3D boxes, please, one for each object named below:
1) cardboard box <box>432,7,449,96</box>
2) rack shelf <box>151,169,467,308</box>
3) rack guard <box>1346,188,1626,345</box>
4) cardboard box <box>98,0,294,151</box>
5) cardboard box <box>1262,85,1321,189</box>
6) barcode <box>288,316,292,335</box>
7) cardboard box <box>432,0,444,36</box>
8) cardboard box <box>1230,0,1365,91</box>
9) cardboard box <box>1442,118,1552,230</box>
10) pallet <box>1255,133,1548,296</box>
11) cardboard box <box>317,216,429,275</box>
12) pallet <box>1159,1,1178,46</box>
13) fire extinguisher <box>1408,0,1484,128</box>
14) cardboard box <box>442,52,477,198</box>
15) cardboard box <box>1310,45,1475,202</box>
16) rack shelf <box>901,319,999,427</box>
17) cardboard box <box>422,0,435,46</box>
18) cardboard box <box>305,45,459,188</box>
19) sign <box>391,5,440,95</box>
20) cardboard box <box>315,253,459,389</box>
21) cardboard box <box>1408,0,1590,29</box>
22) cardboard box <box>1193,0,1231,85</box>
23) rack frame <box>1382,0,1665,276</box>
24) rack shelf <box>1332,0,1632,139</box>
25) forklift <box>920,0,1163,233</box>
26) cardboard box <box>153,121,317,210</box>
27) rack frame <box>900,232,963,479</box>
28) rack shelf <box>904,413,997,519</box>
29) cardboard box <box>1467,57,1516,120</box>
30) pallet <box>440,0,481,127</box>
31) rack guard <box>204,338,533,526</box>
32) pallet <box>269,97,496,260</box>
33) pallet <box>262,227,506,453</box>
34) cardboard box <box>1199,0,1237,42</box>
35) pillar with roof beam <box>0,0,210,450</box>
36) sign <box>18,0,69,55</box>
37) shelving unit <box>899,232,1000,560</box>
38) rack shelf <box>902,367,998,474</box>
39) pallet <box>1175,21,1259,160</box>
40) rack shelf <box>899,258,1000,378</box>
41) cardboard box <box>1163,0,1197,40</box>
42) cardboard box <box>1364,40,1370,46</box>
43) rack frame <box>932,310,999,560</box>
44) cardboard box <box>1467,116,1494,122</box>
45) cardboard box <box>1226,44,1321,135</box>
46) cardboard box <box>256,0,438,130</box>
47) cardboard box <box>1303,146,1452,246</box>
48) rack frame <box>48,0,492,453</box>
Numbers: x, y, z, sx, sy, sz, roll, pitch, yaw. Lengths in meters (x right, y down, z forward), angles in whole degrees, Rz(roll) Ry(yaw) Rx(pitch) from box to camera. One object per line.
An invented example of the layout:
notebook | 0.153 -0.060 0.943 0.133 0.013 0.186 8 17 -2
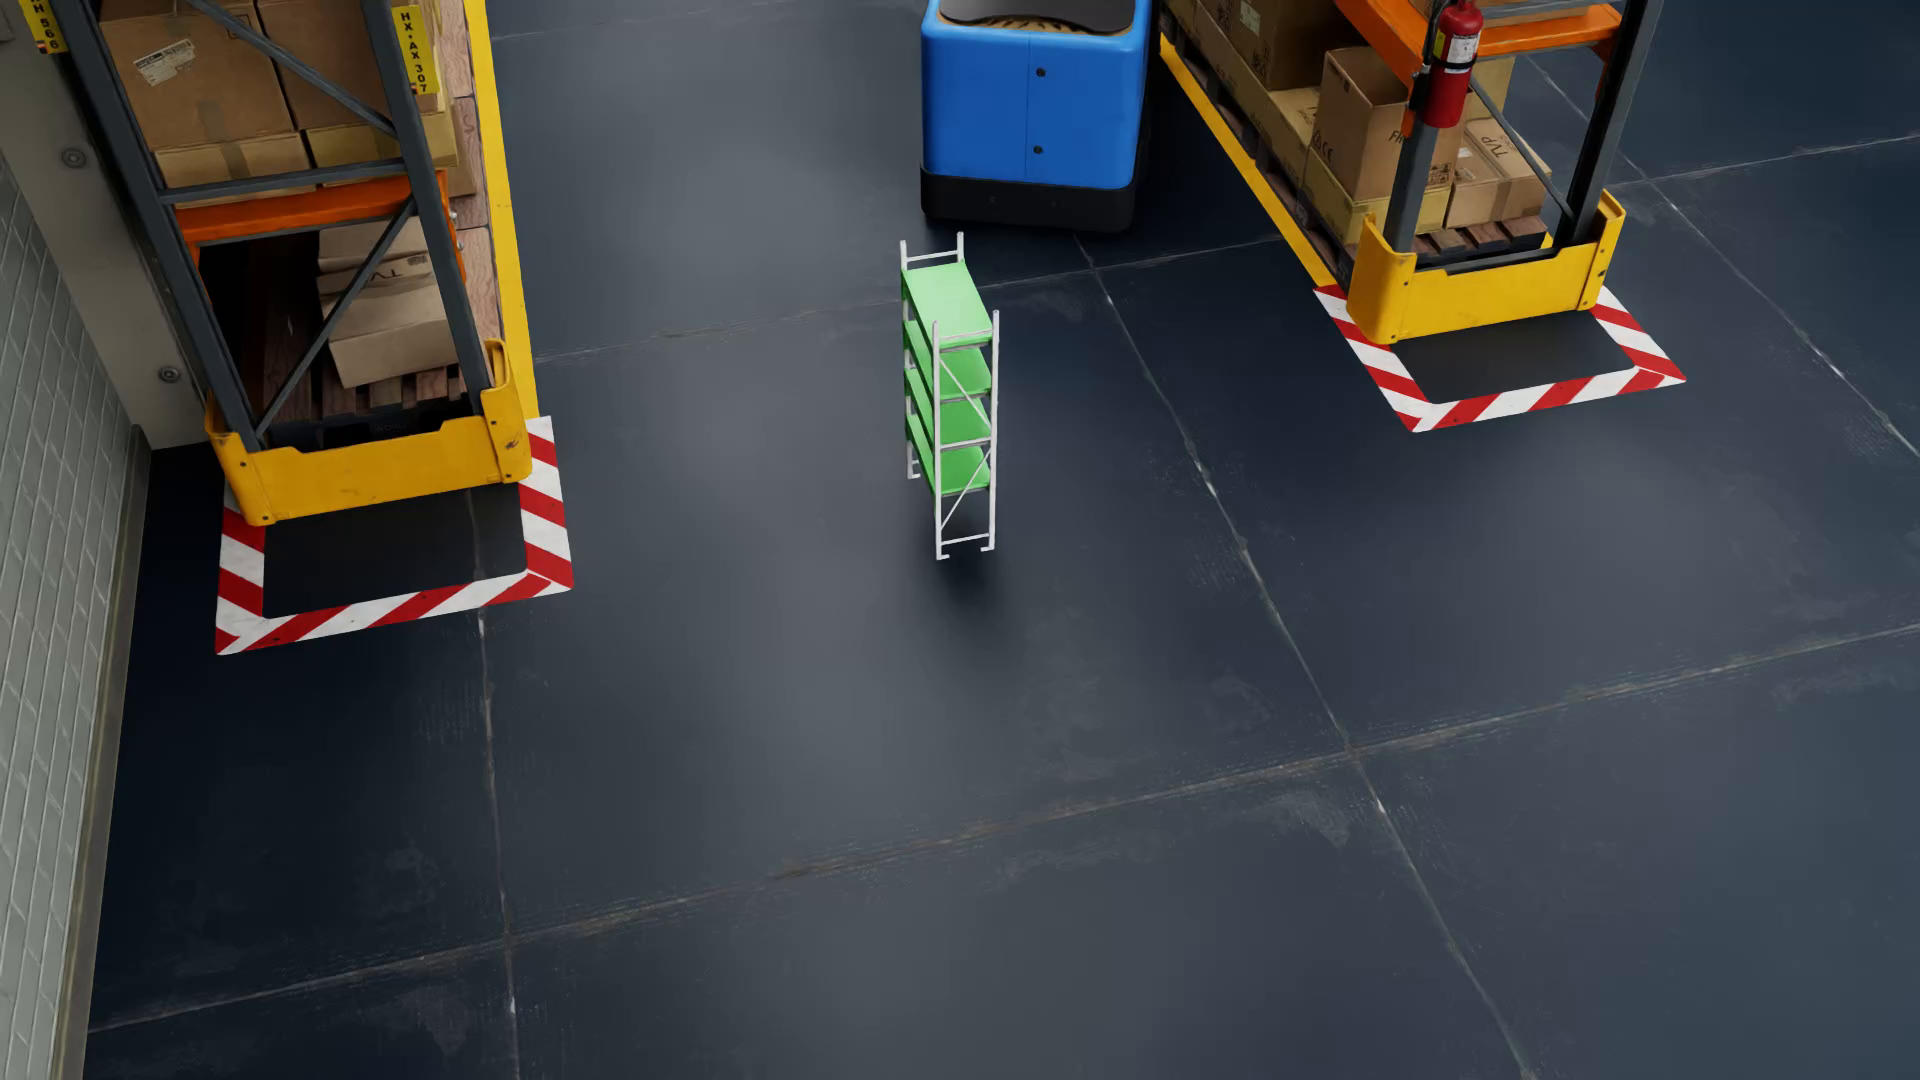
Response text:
cardboard box | -2.351 -1.974 6.675 0.500 0.250 0.500 -12 47 -12
rack shelf | -2.898 -2.397 7.503 1.077 0.370 4.000 -11 47 -10
rack guard | 2.408 -1.285 7.659 1.175 0.500 0.348 -11 47 -10
cardboard box | -2.712 -1.772 5.952 0.500 0.500 0.500 -11 47 -11
cardboard box | 1.839 -2.020 8.261 0.500 0.250 0.500 -11 47 -10
barcode | -2.867 -0.918 7.117 0.001 0.075 0.075 -11 47 -10
cardboard box | -2.475 -2.326 7.021 0.500 0.250 0.500 -11 47 -11
cardboard box | 1.707 -2.627 8.331 0.500 0.500 0.500 -11 47 -10
cardboard box | 2.479 -1.772 8.018 0.500 0.250 0.500 -11 47 -10
pallet | 2.165 -1.721 8.289 1.003 0.211 1.213 -11 47 -10
cardboard box | -2.622 -1.369 7.566 0.500 0.311 0.500 -7 46 -7
pallet | 1.541 -3.405 9.940 1.003 0.211 1.213 -11 47 -10
fire extinguisher | 1.983 -1.983 6.647 0.296 0.674 0.183 -11 47 -10
cardboard box | -2.762 -1.951 8.004 0.700 0.500 0.500 -13 47 -13
cardboard box | 1.977 -1.939 7.657 0.500 0.500 0.500 -11 47 -10
rack shelf | -0.042 -0.658 6.308 0.258 0.148 0.480 -11 47 -10
cardboard box | -2.335 -2.213 6.384 0.500 0.500 0.500 -11 47 -10
cardboard box | -2.204 -1.618 6.326 0.500 0.250 0.500 -12 47 -11
sign | -1.862 -1.671 5.681 0.100 0.325 0.005 -11 47 -10
cardboard box | -2.476 -0.975 7.180 0.500 0.311 0.500 -16 48 -15
cardboard box | 2.294 -2.536 7.065 0.700 0.500 0.500 -11 47 -10
cardboard box | 1.583 -2.711 8.938 0.500 0.250 0.500 -11 47 -10
rack frame | 2.402 -2.177 6.783 1.000 3.000 0.127 -11 47 -10
rack shelf | 1.890 -3.306 8.393 1.077 0.370 4.000 -11 47 -10
forklift | 0.533 -3.591 8.217 1.130 2.935 3.031 6 46 6
cardboard box | -2.693 -1.510 6.221 0.500 0.250 0.500 -10 46 -10
rack frame | -0.105 -0.703 6.599 0.240 1.200 0.015 -11 47 -10
rack shelf | -0.042 -0.322 6.651 0.258 0.148 0.480 -11 47 -10
cardboard box | 2.350 -2.379 8.088 0.500 0.500 0.500 -11 47 -10
pallet | -3.204 -2.597 9.147 1.003 0.211 1.213 -11 47 -10
rack guard | -2.405 -0.446 6.837 1.175 0.500 0.348 -11 47 -10
pallet | -2.888 -1.753 8.320 1.003 0.211 1.213 -11 47 -10
pallet | -2.579 -0.912 7.496 1.003 0.211 1.213 -11 47 -10
cardboard box | 1.580 -2.973 8.669 0.500 0.500 0.500 -11 47 -10
pillar with roof beam | 0.760 -4.480 4.840 9.100 9.000 0.400 -11 47 -10
sign | -2.928 -1.696 5.280 0.100 0.325 0.005 -11 47 -10
shelving unit | -0.042 -0.534 6.433 0.258 1.200 0.503 -11 47 -10
rack shelf | -0.042 -0.490 6.479 0.258 0.148 0.480 -11 47 -10
pallet | 1.857 -2.562 9.112 1.003 0.211 1.213 -11 47 -10
rack shelf | -0.042 -0.825 6.136 0.258 0.148 0.480 -11 47 -10
cardboard box | 1.449 -3.055 9.275 0.500 0.250 0.500 -11 47 -10
cardboard box | 2.209 -2.722 8.424 0.500 0.500 0.500 -11 47 -10
rack frame | 0.020 -0.366 6.268 0.240 1.200 0.015 -11 47 -10
cardboard box | 2.348 -2.117 8.355 0.500 0.250 0.500 -11 47 -10
cardboard box | 1.709 -2.365 8.599 0.500 0.250 0.500 -11 47 -10
cardboard box | -2.218 -1.870 6.048 0.500 0.500 0.500 -11 47 -10
cardboard box | 1.979 -1.677 7.925 0.500 0.250 0.500 -11 47 -10
rack frame | -2.386 -1.268 5.893 1.000 3.000 0.127 -11 47 -10
